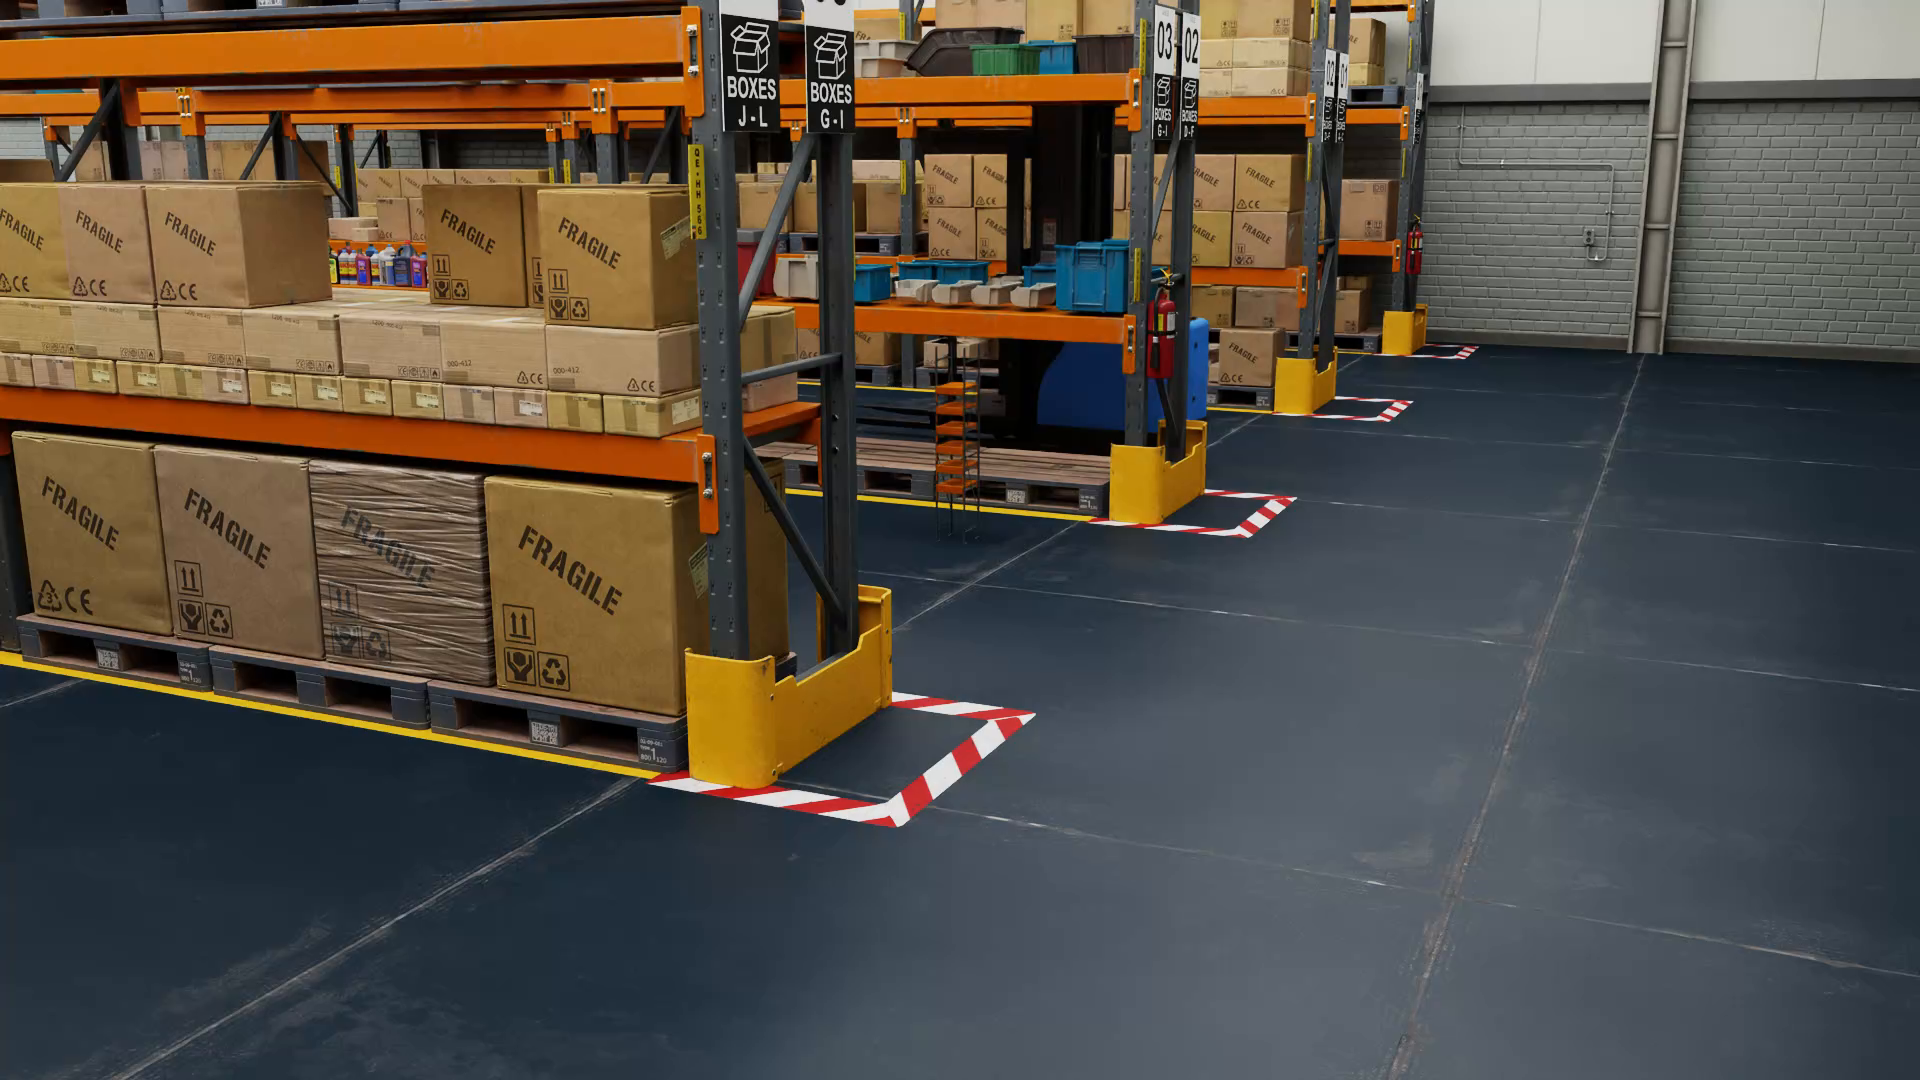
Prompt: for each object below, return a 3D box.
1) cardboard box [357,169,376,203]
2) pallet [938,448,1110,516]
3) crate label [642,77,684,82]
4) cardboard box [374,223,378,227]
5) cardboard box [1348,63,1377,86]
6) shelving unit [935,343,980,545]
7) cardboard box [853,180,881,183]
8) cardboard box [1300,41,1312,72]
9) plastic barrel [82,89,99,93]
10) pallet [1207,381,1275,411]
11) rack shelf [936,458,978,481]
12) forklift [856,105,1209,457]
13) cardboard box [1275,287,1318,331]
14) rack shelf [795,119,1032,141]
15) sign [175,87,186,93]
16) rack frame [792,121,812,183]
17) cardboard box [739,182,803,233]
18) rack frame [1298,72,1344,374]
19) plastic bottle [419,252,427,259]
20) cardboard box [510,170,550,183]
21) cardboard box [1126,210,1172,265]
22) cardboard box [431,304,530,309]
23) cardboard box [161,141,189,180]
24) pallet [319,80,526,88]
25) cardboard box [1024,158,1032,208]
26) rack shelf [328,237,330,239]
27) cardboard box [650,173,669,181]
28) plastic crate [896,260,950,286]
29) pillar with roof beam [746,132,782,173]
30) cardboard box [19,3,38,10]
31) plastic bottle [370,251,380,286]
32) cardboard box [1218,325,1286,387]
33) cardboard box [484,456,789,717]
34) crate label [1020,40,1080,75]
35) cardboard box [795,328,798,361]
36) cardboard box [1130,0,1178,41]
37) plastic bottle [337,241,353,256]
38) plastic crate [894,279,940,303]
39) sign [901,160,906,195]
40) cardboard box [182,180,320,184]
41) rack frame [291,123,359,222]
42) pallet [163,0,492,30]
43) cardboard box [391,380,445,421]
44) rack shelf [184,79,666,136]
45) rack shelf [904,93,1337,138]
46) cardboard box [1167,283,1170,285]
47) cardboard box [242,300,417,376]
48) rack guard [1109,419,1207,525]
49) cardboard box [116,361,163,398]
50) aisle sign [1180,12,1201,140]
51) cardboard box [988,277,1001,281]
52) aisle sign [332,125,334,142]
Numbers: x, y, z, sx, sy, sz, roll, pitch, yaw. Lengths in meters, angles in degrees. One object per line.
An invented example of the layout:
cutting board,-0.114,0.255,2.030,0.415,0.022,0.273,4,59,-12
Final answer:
cardboard box,-8.985,-5.436,25.500,0.500,0.500,0.500,6,14,23
pallet,0.578,-0.419,11.577,1.213,0.211,1.003,6,14,23
crate label,-2.011,-3.288,11.713,0.466,0.136,0.293,6,14,23
cardboard box,-6.767,-3.728,19.871,0.258,0.266,0.396,5,14,22
cardboard box,4.552,-5.414,19.385,0.500,0.250,0.500,6,15,25
shelving unit,-0.013,-0.585,10.123,0.189,1.200,0.258,6,14,23
cardboard box,-1.170,-4.556,22.190,0.500,0.500,0.500,6,15,25
cardboard box,2.962,-4.459,15.358,0.500,0.250,0.500,6,14,23
plastic barrel,-7.255,-3.894,14.020,0.301,0.262,0.301,0,13,0
pallet,2.527,-1.449,15.969,1.213,0.211,1.003,6,14,23
rack shelf,-0.013,-0.425,10.161,0.180,0.103,0.258,6,14,23
forklift,0.388,-2.152,13.008,3.031,2.935,1.130,6,14,24
cardboard box,4.191,-2.839,20.339,0.500,0.500,0.700,6,14,23
rack shelf,-0.157,-5.426,21.823,4.000,0.370,1.077,6,14,23
sign,-6.214,-3.726,13.230,0.005,0.325,0.100,6,14,23
rack frame,-1.985,-4.501,22.872,0.127,3.000,1.000,6,14,23
cardboard box,-1.972,-3.500,17.466,0.500,0.500,0.700,2,13,9
rack frame,3.326,-2.726,15.306,0.127,3.000,1.000,6,14,23
plastic bottle,-4.177,-2.113,12.974,0.097,0.271,0.097,0,13,0
cardboard box,-6.200,-5.152,24.290,0.500,0.500,0.500,6,14,23
cardboard box,1.877,-2.854,15.632,0.500,0.500,0.500,6,14,24
cardboard box,-1.955,-0.924,7.303,0.500,0.250,0.500,5,14,21
cardboard box,-9.430,-4.696,20.642,0.500,0.500,0.700,6,14,23
pallet,-4.135,-3.587,12.822,1.213,0.211,1.003,6,14,23
cardboard box,0.927,-3.434,15.916,0.500,0.500,0.500,5,14,22
rack shelf,-9.474,-3.671,20.909,4.000,0.370,1.077,6,14,23
cardboard box,-4.068,-4.973,23.698,0.500,0.500,0.700,8,15,31
plastic crate,-0.254,-1.881,11.939,0.300,0.233,0.416,6,14,23
pillar with roof beam,-4.567,-6.824,19.637,0.400,9.000,9.100,6,14,23
cardboard box,-4.881,-2.793,7.885,0.500,0.500,0.700,6,15,25
plastic bottle,-4.583,-2.139,13.084,0.097,0.271,0.097,0,13,0
cardboard box,2.729,-1.722,15.537,0.500,0.500,0.500,6,14,23
cardboard box,-1.307,0.130,6.866,0.875,0.875,0.875,6,14,23
crate label,0.604,-3.233,11.225,0.502,0.251,0.408,6,14,23
cardboard box,-1.805,-2.173,17.459,0.500,0.500,0.500,6,14,24
cardboard box,1.926,-4.854,15.401,0.500,0.500,0.700,6,14,23
plastic bottle,-5.244,-2.406,14.196,0.133,0.283,0.061,6,14,23
plastic crate,-0.305,-1.704,11.398,0.250,0.136,0.298,6,14,23
sign,-0.553,-3.544,16.256,0.005,0.325,0.100,6,14,23
cardboard box,-3.362,-1.430,7.820,0.500,0.500,0.500,6,14,24
rack frame,-7.646,-3.836,20.038,0.127,3.000,1.000,6,14,23
pallet,-2.492,-2.254,6.921,1.213,0.211,1.003,6,14,23
cardboard box,-2.083,-0.593,6.768,0.250,0.149,0.380,5,14,22
rack shelf,-4.170,-3.357,13.004,4.000,0.370,1.077,6,14,23
rack shelf,1.497,-4.021,15.835,4.000,0.370,1.077,6,14,23
cardboard box,2.553,-3.274,20.774,0.250,0.149,0.380,6,15,25
cardboard box,-2.647,-0.860,7.031,0.500,0.250,0.500,6,14,23
rack guard,1.343,-0.475,11.186,0.348,0.500,1.175,6,14,23
cardboard box,-3.489,-0.736,7.374,0.250,0.149,0.380,5,14,22
aisle sign,1.502,-3.013,10.838,0.004,0.787,0.394,6,14,23
cardboard box,0.211,-3.404,21.981,0.750,0.750,0.750,6,15,25
aisle sign,-9.487,-6.451,25.491,0.004,0.787,0.394,6,14,23
